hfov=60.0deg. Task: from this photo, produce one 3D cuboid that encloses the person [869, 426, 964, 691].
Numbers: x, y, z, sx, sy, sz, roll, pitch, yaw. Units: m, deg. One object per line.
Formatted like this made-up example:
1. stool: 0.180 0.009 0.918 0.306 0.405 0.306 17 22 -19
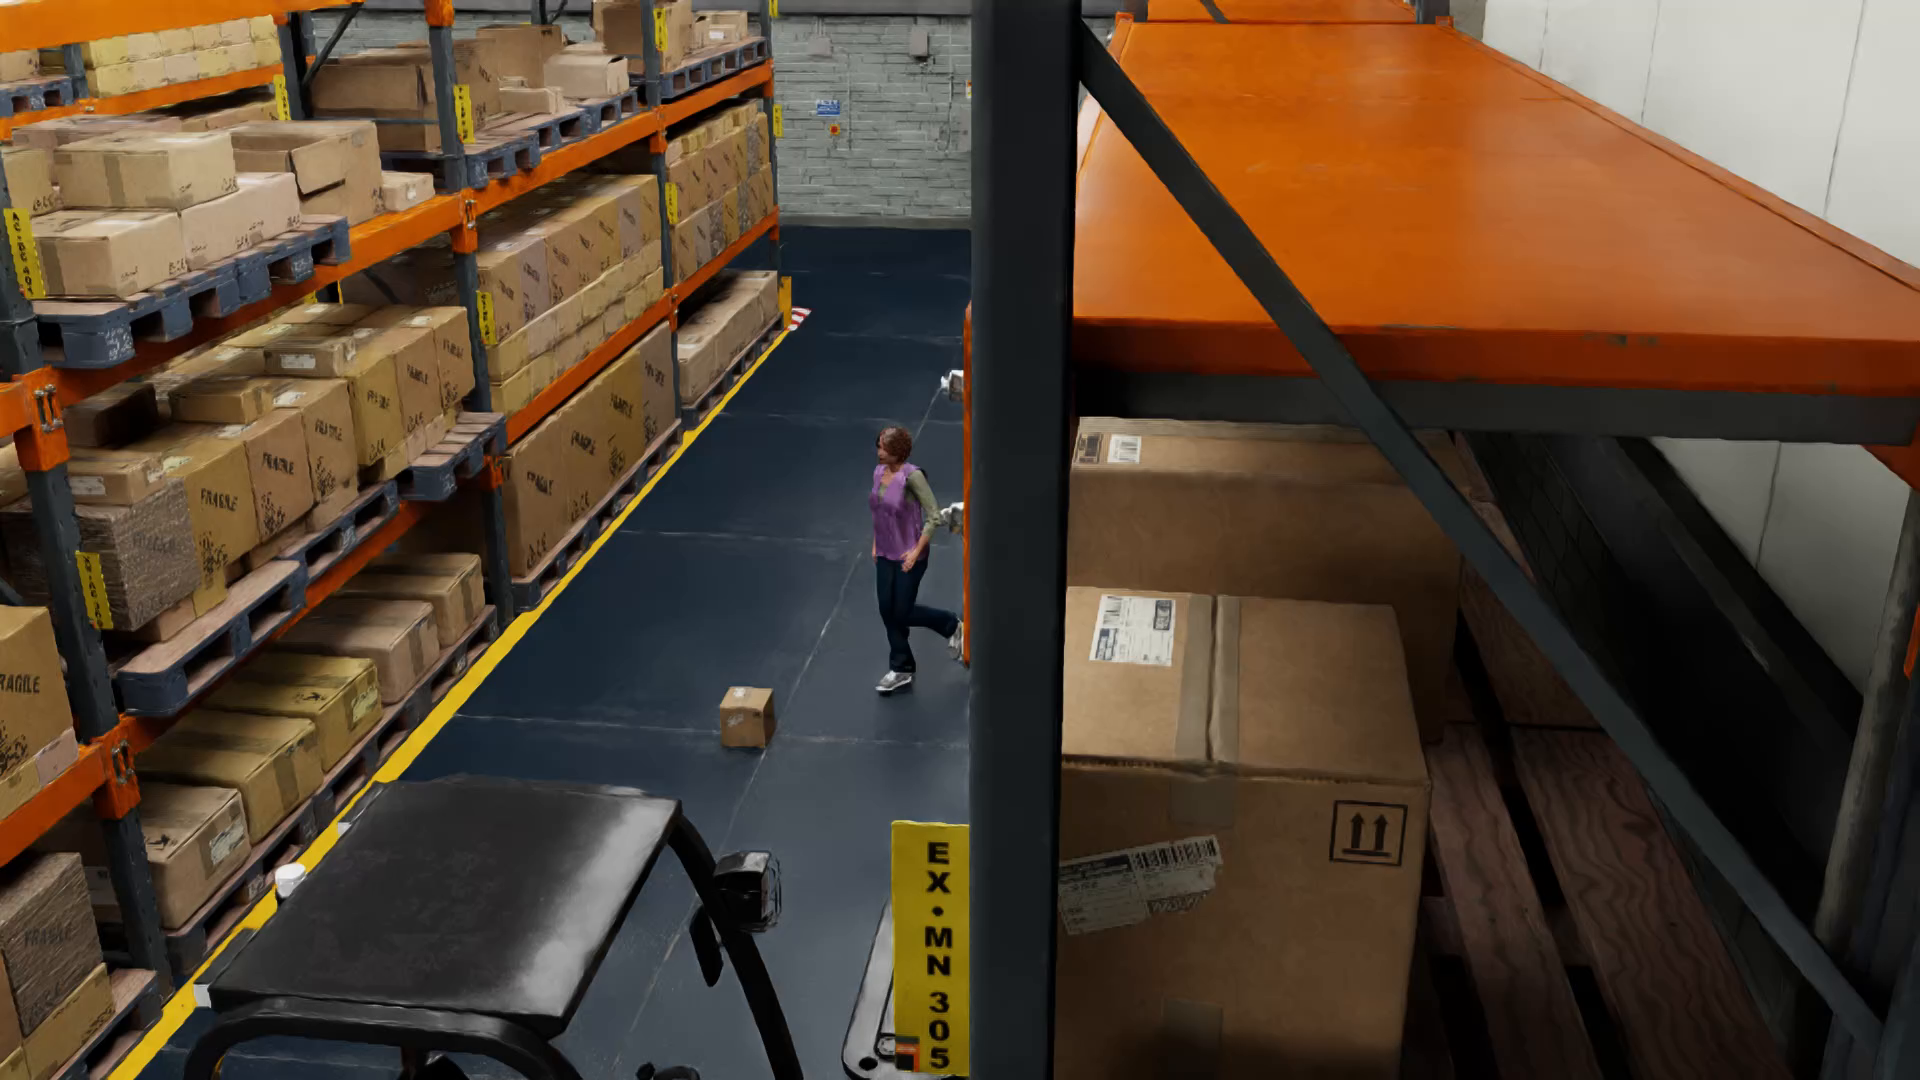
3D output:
1. person: -0.322 0.077 9.892 0.622 1.576 0.544 -17 27 -36
